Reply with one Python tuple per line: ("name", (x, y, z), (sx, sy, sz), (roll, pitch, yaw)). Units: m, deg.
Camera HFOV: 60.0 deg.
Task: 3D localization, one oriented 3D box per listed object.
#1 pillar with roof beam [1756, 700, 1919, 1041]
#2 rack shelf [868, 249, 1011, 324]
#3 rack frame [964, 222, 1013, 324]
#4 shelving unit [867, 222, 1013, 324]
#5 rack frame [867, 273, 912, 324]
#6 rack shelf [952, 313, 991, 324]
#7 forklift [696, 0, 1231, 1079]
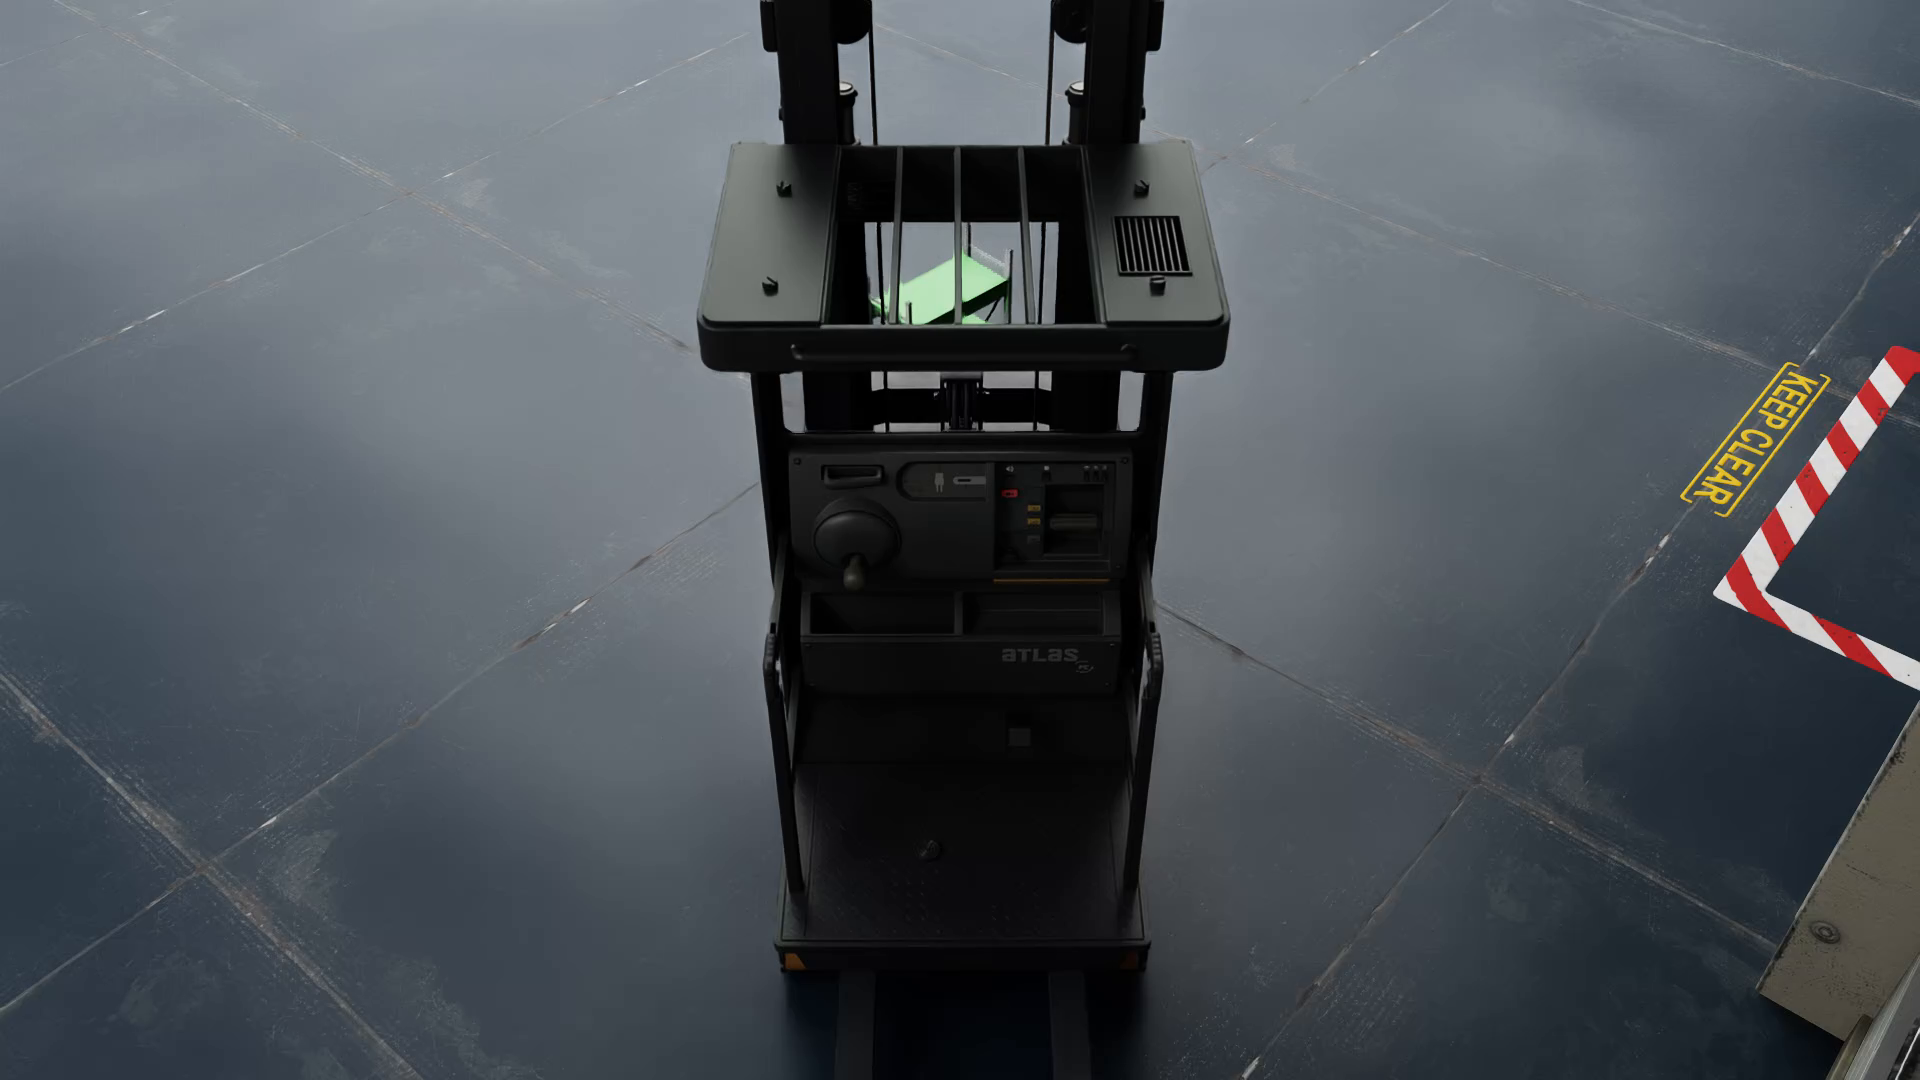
("pillar with roof beam", (-0.626, -3.857, 4.133), (9.100, 9.000, 0.400), (29, 50, 28))
("rack shelf", (-0.075, -0.852, 6.007), (0.480, 0.148, 0.258), (-32, 51, -30))
("rack frame", (0.103, -0.656, 6.411), (0.015, 1.200, 0.240), (-32, 51, -30))
("shelving unit", (-0.075, -0.544, 6.287), (0.503, 1.200, 0.258), (-32, 51, -30))
("rack frame", (-0.253, -0.431, 6.163), (0.015, 1.200, 0.240), (-32, 51, -30))
("rack shelf", (-0.075, -0.674, 6.168), (0.480, 0.148, 0.258), (-32, 51, -30))
("forklift", (0.006, 0.024, 4.376), (1.130, 2.935, 3.031), (0, 42, 0))
